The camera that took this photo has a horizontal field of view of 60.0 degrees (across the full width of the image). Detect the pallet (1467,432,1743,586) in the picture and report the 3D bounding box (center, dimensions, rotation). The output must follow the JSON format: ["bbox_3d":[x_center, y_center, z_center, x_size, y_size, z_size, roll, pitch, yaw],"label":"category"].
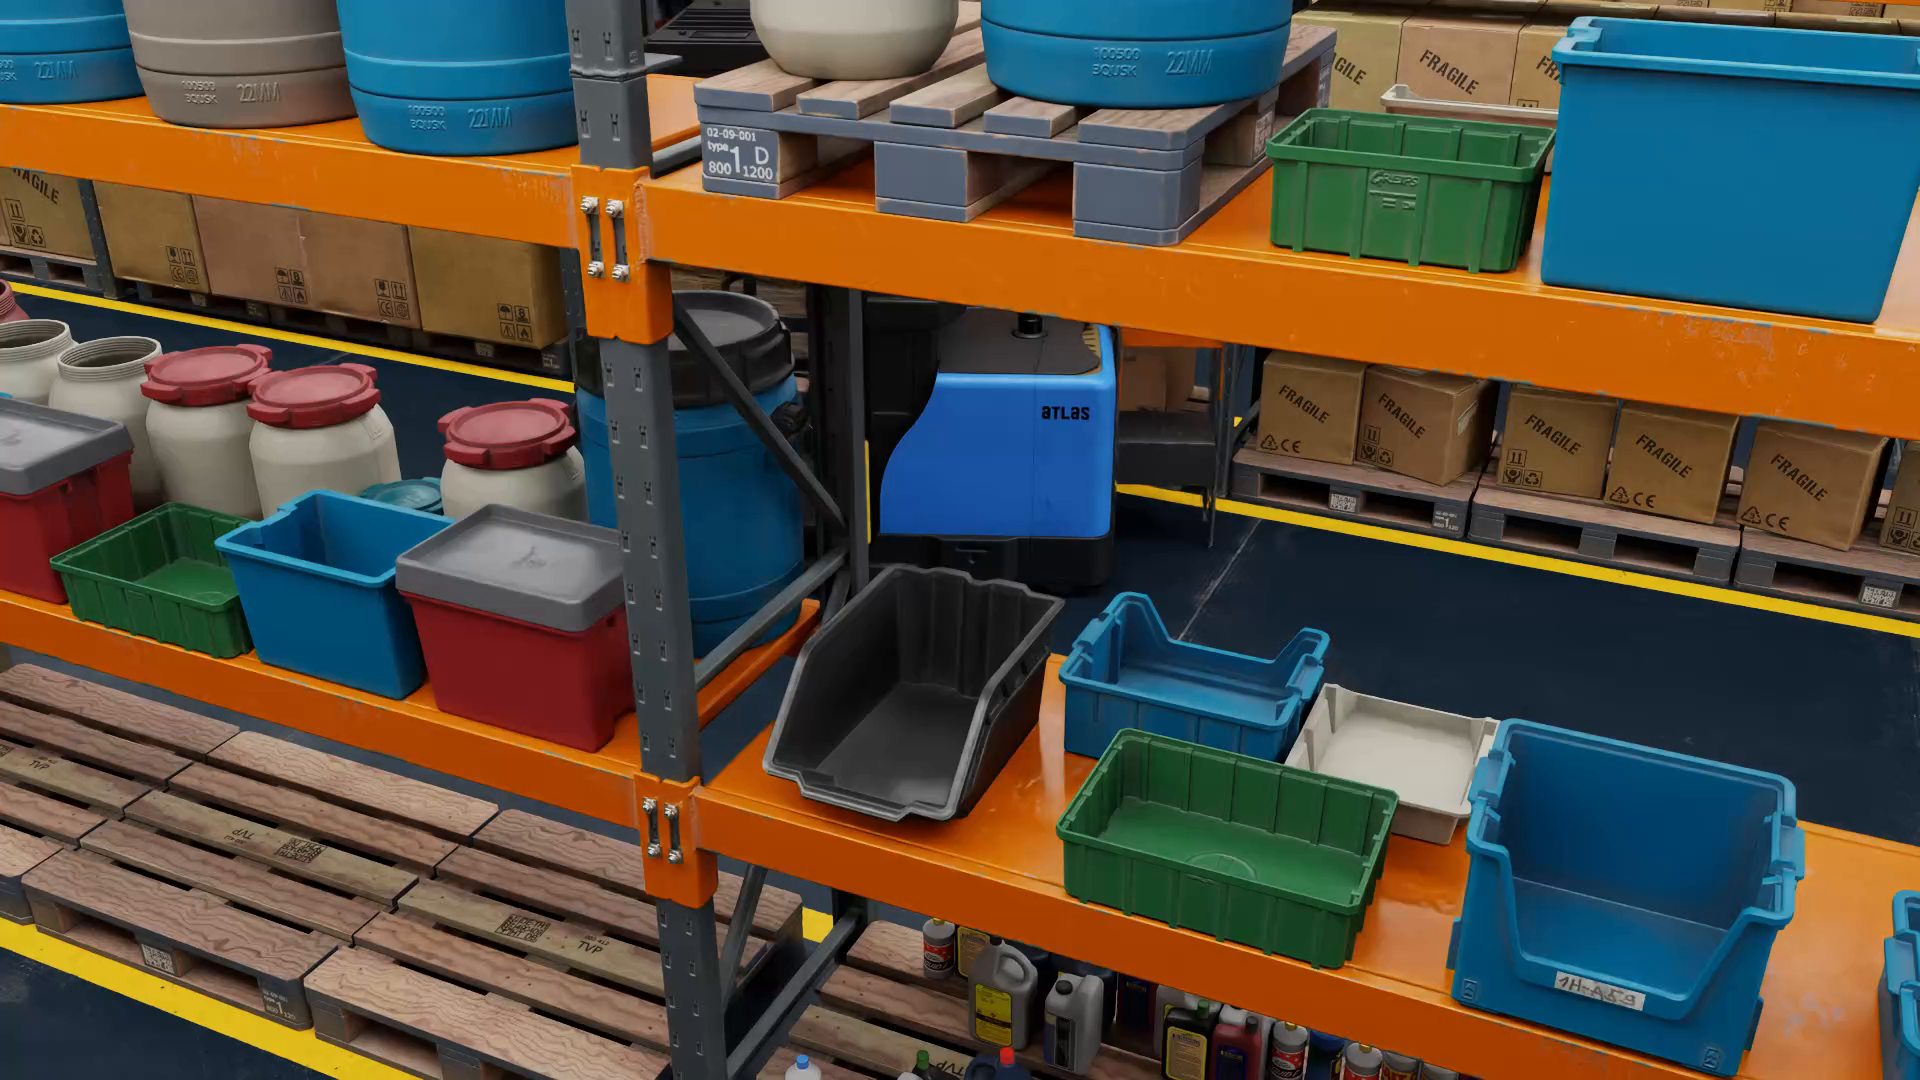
[{"bbox_3d":[3.268,-0.186,8.389,1.213,0.211,1.003,11,28,22],"label":"pallet"}]

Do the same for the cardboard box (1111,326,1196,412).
[{"bbox_3d":[0.977,-0.965,9.146,0.500,0.500,0.700,9,28,18],"label":"cardboard box"}]

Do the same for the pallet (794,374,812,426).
[{"bbox_3d":[-0.297,-0.881,9.801,1.213,0.211,1.003,11,28,22],"label":"pallet"}]

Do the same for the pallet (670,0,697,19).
[{"bbox_3d":[-1.788,-4.735,14.688,1.213,0.211,1.003,11,28,22],"label":"pallet"}]

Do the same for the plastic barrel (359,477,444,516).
[{"bbox_3d":[-1.664,-0.018,5.048,0.301,0.262,0.301,0,26,0],"label":"plastic barrel"}]

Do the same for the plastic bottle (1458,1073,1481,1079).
[{"bbox_3d":[1.398,1.470,4.445,0.133,0.283,0.061,12,29,23],"label":"plastic bottle"}]

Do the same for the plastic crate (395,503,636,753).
[{"bbox_3d":[-1.090,0.229,4.316,0.583,0.464,0.402,11,28,22],"label":"plastic crate"}]

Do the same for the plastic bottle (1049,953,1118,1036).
[{"bbox_3d":[0.357,1.251,4.813,0.185,0.351,0.144,10,28,19],"label":"plastic bottle"}]

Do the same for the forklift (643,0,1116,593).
[{"bbox_3d":[-0.792,-1.302,7.576,3.031,2.935,1.130,1,26,3],"label":"forklift"}]

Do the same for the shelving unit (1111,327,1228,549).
[{"bbox_3d":[0.997,-0.993,7.889,0.503,2.100,0.431,1,26,3],"label":"shelving unit"}]

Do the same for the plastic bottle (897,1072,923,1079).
[{"bbox_3d":[-0.109,1.531,4.331,0.135,0.276,0.152,12,29,24],"label":"plastic bottle"}]

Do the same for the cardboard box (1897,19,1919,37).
[{"bbox_3d":[4.328,-1.968,7.270,0.500,0.500,0.500,11,28,22],"label":"cardboard box"}]

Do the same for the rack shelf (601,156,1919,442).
[{"bbox_3d":[1.298,-0.434,3.154,4.000,0.370,1.077,11,28,22],"label":"rack shelf"}]

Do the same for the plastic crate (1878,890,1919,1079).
[{"bbox_3d":[1.950,0.929,3.135,0.408,0.251,0.499,11,28,22],"label":"plastic crate"}]

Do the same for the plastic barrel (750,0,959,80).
[{"bbox_3d":[-0.212,-1.203,3.300,0.421,0.512,0.421,0,26,0],"label":"plastic barrel"}]

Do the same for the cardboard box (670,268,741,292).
[{"bbox_3d":[-1.496,-1.461,10.153,0.500,0.500,0.700,10,28,19],"label":"cardboard box"}]

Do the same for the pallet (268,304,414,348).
[{"bbox_3d":[-3.907,-1.647,11.356,1.213,0.211,1.003,11,28,22],"label":"pallet"}]

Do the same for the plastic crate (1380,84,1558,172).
[{"bbox_3d":[1.106,-0.873,3.530,0.396,0.136,0.243,11,28,22],"label":"plastic crate"}]

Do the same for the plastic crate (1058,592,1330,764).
[{"bbox_3d":[0.597,0.383,4.244,0.616,0.251,0.499,11,28,22],"label":"plastic crate"}]

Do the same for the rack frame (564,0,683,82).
[{"bbox_3d":[-0.523,-2.468,3.075,0.127,3.000,1.000,11,28,22],"label":"rack frame"}]

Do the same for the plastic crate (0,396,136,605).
[{"bbox_3d":[-2.820,-0.118,5.022,0.583,0.464,0.402,11,28,22],"label":"plastic crate"}]

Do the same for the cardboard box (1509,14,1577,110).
[{"bbox_3d":[2.742,-2.028,7.392,0.500,0.500,0.500,11,28,22],"label":"cardboard box"}]

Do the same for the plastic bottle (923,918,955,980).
[{"bbox_3d":[-0.064,1.222,5.041,0.097,0.201,0.097,0,26,0],"label":"plastic bottle"}]

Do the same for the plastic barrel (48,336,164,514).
[{"bbox_3d":[-2.756,-0.379,5.497,0.421,0.512,0.421,0,26,0],"label":"plastic barrel"}]

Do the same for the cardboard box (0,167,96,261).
[{"bbox_3d":[-6.323,-2.619,12.103,0.875,0.875,0.875,11,28,22],"label":"cardboard box"}]

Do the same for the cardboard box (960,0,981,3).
[{"bbox_3d":[0.328,-4.330,13.535,0.500,0.500,0.500,12,29,22],"label":"cardboard box"}]

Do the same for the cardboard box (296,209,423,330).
[{"bbox_3d":[-3.542,-2.035,10.918,0.875,0.875,1.225,11,28,22],"label":"cardboard box"}]

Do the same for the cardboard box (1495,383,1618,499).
[{"bbox_3d":[2.997,-0.562,8.351,0.500,0.500,0.500,9,28,17],"label":"cardboard box"}]

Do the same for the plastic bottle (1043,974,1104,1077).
[{"bbox_3d":[0.319,1.349,4.700,0.135,0.276,0.152,11,28,22],"label":"plastic bottle"}]

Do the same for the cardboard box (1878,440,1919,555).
[{"bbox_3d":[4.607,-0.225,7.665,0.500,0.500,0.500,17,31,31],"label":"cardboard box"}]

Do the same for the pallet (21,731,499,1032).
[{"bbox_3d":[-2.368,1.124,5.728,1.213,0.211,1.003,11,28,22],"label":"pallet"}]

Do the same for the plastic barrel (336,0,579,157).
[{"bbox_3d":[-1.076,-1.353,3.639,0.708,0.901,0.600,11,28,22],"label":"plastic barrel"}]

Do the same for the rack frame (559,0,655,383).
[{"bbox_3d":[-2.114,-2.500,9.931,0.127,3.000,1.000,11,28,22],"label":"rack frame"}]

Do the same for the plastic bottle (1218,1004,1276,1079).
[{"bbox_3d":[0.798,1.375,4.646,0.135,0.276,0.152,12,29,23],"label":"plastic bottle"}]

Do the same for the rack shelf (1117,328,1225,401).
[{"bbox_3d":[0.997,-0.981,7.895,0.480,0.518,0.431,1,26,3],"label":"rack shelf"}]

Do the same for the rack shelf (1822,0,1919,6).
[{"bbox_3d":[3.348,-2.426,7.199,4.000,0.370,1.077,11,28,22],"label":"rack shelf"}]

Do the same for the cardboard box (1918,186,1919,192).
[{"bbox_3d":[4.174,-1.370,7.187,0.500,0.500,0.875,11,28,22],"label":"cardboard box"}]

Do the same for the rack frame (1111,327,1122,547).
[{"bbox_3d":[0.754,-0.998,7.900,0.015,2.100,0.400,1,26,3],"label":"rack frame"}]

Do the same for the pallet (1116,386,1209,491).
[{"bbox_3d":[0.818,-0.659,9.349,1.213,0.211,1.003,11,28,22],"label":"pallet"}]

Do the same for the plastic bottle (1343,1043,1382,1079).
[{"bbox_3d":[1.104,1.457,4.565,0.097,0.201,0.097,0,26,0],"label":"plastic bottle"}]

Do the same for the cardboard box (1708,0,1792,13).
[{"bbox_3d":[5.463,-3.913,11.409,0.500,0.550,0.875,11,28,22],"label":"cardboard box"}]

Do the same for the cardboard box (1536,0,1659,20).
[{"bbox_3d":[2.961,-2.241,7.823,0.500,0.500,0.500,11,28,22],"label":"cardboard box"}]
